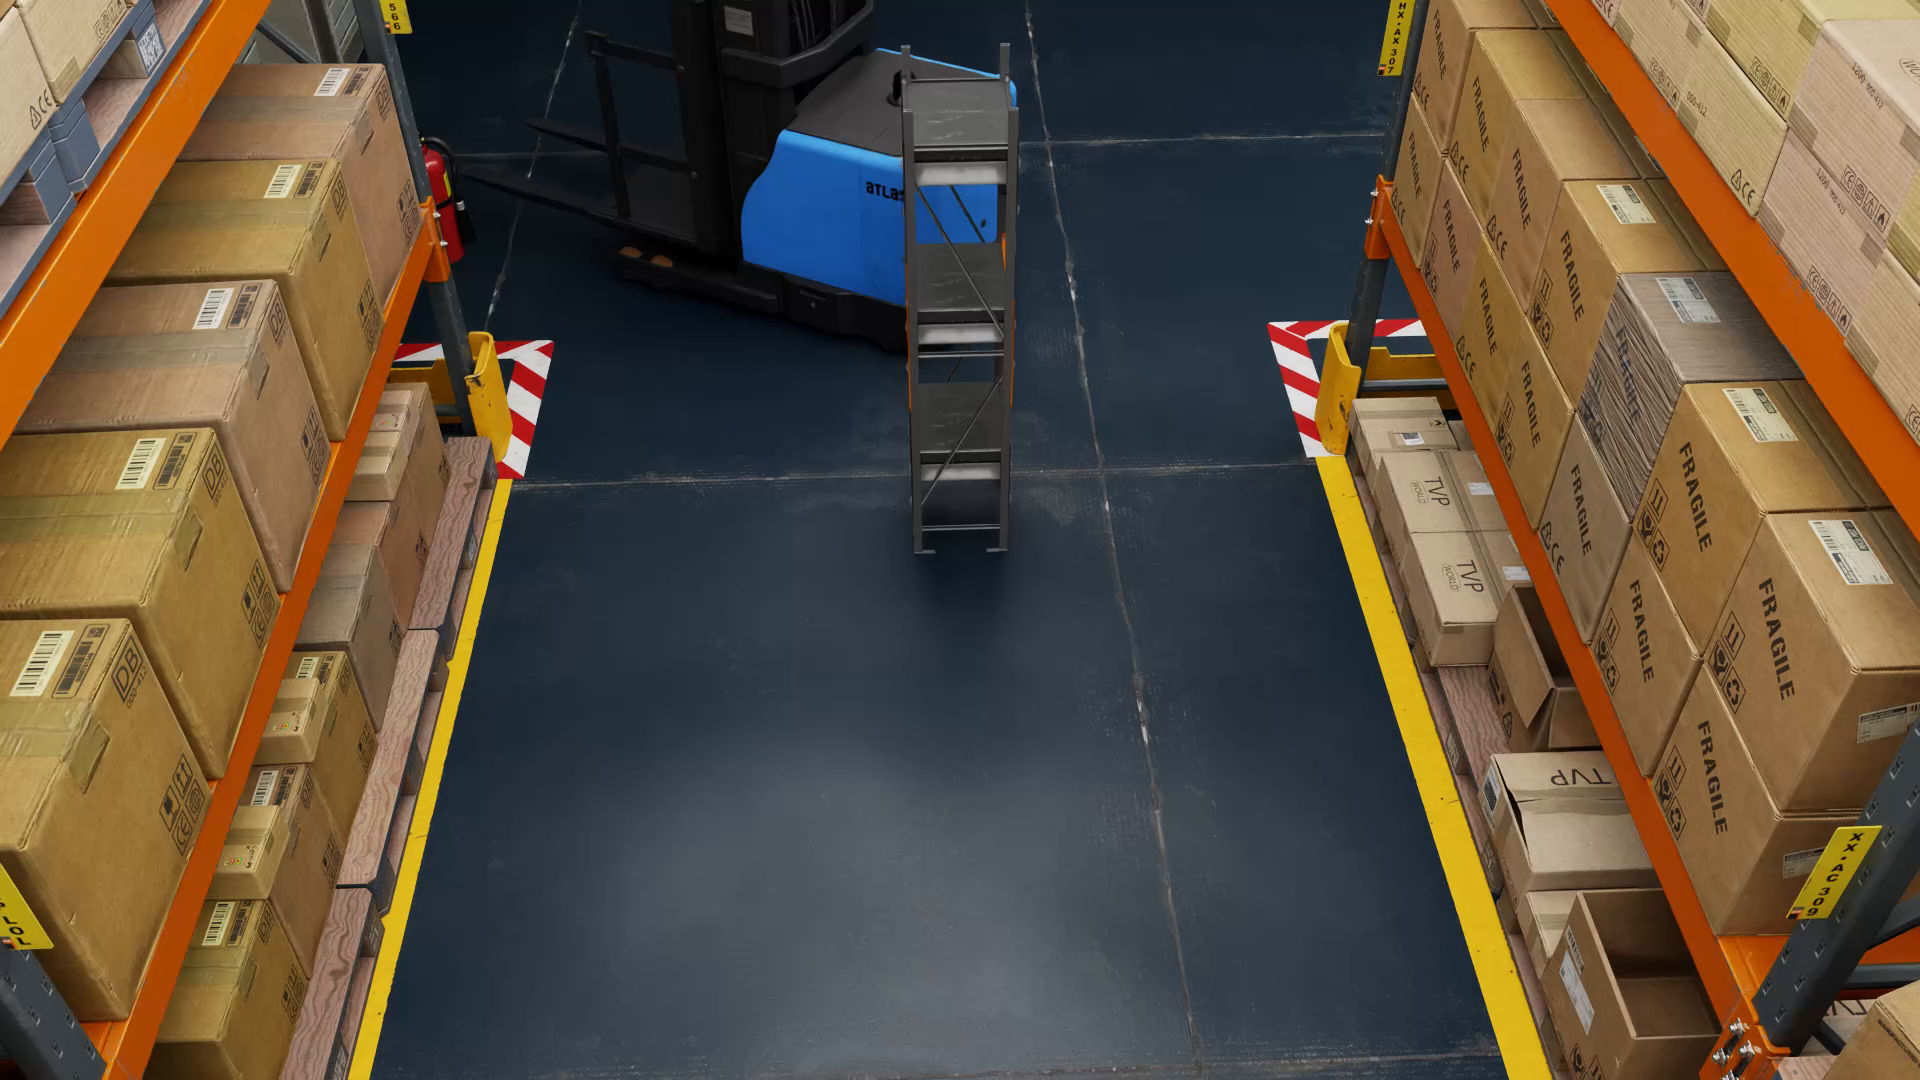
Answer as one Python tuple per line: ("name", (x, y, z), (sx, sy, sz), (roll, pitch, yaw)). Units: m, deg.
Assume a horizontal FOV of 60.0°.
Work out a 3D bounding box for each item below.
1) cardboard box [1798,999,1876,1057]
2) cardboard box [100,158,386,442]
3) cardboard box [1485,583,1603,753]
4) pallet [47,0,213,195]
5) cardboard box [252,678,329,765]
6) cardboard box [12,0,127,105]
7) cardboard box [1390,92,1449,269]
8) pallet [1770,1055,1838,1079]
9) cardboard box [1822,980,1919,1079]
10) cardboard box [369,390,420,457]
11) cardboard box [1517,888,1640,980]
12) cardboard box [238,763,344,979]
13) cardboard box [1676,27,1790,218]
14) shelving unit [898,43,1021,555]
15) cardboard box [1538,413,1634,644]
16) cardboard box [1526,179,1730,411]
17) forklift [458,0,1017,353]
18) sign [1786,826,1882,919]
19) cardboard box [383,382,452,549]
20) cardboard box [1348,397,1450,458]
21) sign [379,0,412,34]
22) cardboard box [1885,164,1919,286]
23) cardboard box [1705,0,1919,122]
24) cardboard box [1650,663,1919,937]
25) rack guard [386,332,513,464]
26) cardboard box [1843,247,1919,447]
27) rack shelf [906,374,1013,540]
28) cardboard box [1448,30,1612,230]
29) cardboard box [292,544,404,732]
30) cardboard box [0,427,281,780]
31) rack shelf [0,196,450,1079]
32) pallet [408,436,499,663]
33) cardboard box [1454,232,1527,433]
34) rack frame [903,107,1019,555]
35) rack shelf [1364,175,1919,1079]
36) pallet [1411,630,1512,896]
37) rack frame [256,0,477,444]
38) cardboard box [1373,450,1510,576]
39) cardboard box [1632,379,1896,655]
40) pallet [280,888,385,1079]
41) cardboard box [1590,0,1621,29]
("cardboard box", (2.633, 1.561, 4.992), (0.500, 0.311, 0.500), (-2, 43, -2))
("cardboard box", (-2.611, -0.810, 5.692), (0.980, 0.700, 0.700), (-2, 43, -2))
("cardboard box", (2.349, 0.511, 5.994), (0.797, 0.503, 0.637), (-2, 43, -2))
("pallet", (-2.588, -1.281, 4.274), (1.003, 0.211, 1.213), (-2, 43, -2))
("cardboard box", (-2.299, 0.597, 5.438), (0.380, 0.149, 0.250), (-3, 43, -3))
("cardboard box", (-2.317, -1.241, 3.890), (0.500, 0.250, 0.500), (-3, 43, -3))
("cardboard box", (2.020, -1.409, 6.493), (0.500, 0.500, 0.500), (-1, 43, -1))
("pallet", (2.359, 1.635, 3.389), (1.003, 0.211, 1.213), (-2, 43, -2))
("cardboard box", (2.231, 1.156, 3.384), (0.700, 0.500, 0.500), (-15, 45, -16))
("cardboard box", (-2.367, -0.456, 6.586), (0.380, 0.149, 0.250), (-2, 43, -2))
("cardboard box", (2.051, 1.282, 5.416), (0.380, 0.149, 0.250), (-2, 43, -2))
("cardboard box", (-2.462, 1.086, 5.385), (0.700, 0.500, 0.500), (-2, 43, -2))
("cardboard box", (2.108, -1.025, 4.039), (0.500, 0.250, 0.500), (-2, 43, -2))
("shelving unit", (-0.007, -0.886, 6.662), (0.431, 2.100, 0.503), (-2, 43, -2))
("cardboard box", (2.109, -0.040, 5.000), (0.500, 0.500, 0.500), (-1, 43, -1))
("cardboard box", (2.088, -0.744, 5.028), (0.500, 0.500, 0.500), (-2, 43, -2))
("forklift", (-1.261, -2.694, 8.020), (3.031, 2.935, 1.130), (18, 46, 19))
("sign", (1.893, 0.723, 3.601), (0.100, 0.325, 0.005), (-2, 43, -2))
("cardboard box", (-2.555, -0.298, 6.894), (0.700, 0.500, 0.500), (-2, 43, -2))
("cardboard box", (1.939, -0.498, 7.357), (0.380, 0.149, 0.250), (-2, 43, -2))
("sign", (-2.142, -2.055, 6.240), (0.100, 0.325, 0.005), (-2, 43, -2))
("cardboard box", (2.142, -0.534, 3.134), (0.500, 0.250, 0.500), (-2, 43, -2))
("cardboard box", (2.106, -1.209, 3.870), (0.500, 0.250, 0.500), (-2, 43, -2))
("cardboard box", (2.157, 0.654, 4.242), (0.500, 0.500, 0.500), (-1, 43, -1))
("rack guard", (-2.686, -0.629, 7.566), (1.175, 0.500, 0.348), (-2, 43, -2))
("cardboard box", (2.148, -0.350, 3.303), (0.500, 0.250, 0.500), (-2, 43, -2))
("rack shelf", (-0.007, -0.360, 7.145), (0.431, 0.518, 0.480), (-2, 43, -2))
("cardboard box", (2.050, -1.425, 5.770), (0.500, 0.500, 0.500), (-1, 43, -1))
("cardboard box", (-2.512, 0.379, 6.155), (0.700, 0.500, 0.500), (-3, 43, -3))
("cardboard box", (-2.547, 0.196, 4.594), (0.980, 0.700, 0.700), (-3, 43, -3))
("rack shelf", (-2.600, 0.081, 5.474), (1.077, 0.370, 4.000), (-2, 43, -2))
("pallet", (-2.572, 0.031, 7.060), (1.003, 0.211, 1.213), (-2, 43, -2))
("cardboard box", (2.066, -0.722, 5.743), (0.500, 0.500, 0.500), (-2, 43, -2))
("rack frame", (0.003, -0.721, 6.483), (0.400, 2.100, 0.015), (-2, 43, -2))
("rack shelf", (2.349, -0.064, 5.632), (1.077, 0.370, 4.000), (-2, 43, -2))
("pallet", (2.351, 0.760, 6.265), (1.003, 0.211, 1.213), (-2, 43, -2))
("rack frame", (-2.685, -1.534, 6.704), (1.000, 3.000, 0.127), (-2, 43, -2))
("cardboard box", (2.025, -0.115, 6.865), (0.500, 0.250, 0.500), (-2, 43, -2))
("cardboard box", (2.130, -0.064, 4.286), (0.500, 0.500, 0.500), (-2, 43, -3))
("pallet", (-2.469, 1.678, 5.263), (1.003, 0.211, 1.213), (-2, 43, -2))
("cardboard box", (2.063, -1.700, 4.776), (0.500, 0.250, 0.500), (-2, 43, -2))
